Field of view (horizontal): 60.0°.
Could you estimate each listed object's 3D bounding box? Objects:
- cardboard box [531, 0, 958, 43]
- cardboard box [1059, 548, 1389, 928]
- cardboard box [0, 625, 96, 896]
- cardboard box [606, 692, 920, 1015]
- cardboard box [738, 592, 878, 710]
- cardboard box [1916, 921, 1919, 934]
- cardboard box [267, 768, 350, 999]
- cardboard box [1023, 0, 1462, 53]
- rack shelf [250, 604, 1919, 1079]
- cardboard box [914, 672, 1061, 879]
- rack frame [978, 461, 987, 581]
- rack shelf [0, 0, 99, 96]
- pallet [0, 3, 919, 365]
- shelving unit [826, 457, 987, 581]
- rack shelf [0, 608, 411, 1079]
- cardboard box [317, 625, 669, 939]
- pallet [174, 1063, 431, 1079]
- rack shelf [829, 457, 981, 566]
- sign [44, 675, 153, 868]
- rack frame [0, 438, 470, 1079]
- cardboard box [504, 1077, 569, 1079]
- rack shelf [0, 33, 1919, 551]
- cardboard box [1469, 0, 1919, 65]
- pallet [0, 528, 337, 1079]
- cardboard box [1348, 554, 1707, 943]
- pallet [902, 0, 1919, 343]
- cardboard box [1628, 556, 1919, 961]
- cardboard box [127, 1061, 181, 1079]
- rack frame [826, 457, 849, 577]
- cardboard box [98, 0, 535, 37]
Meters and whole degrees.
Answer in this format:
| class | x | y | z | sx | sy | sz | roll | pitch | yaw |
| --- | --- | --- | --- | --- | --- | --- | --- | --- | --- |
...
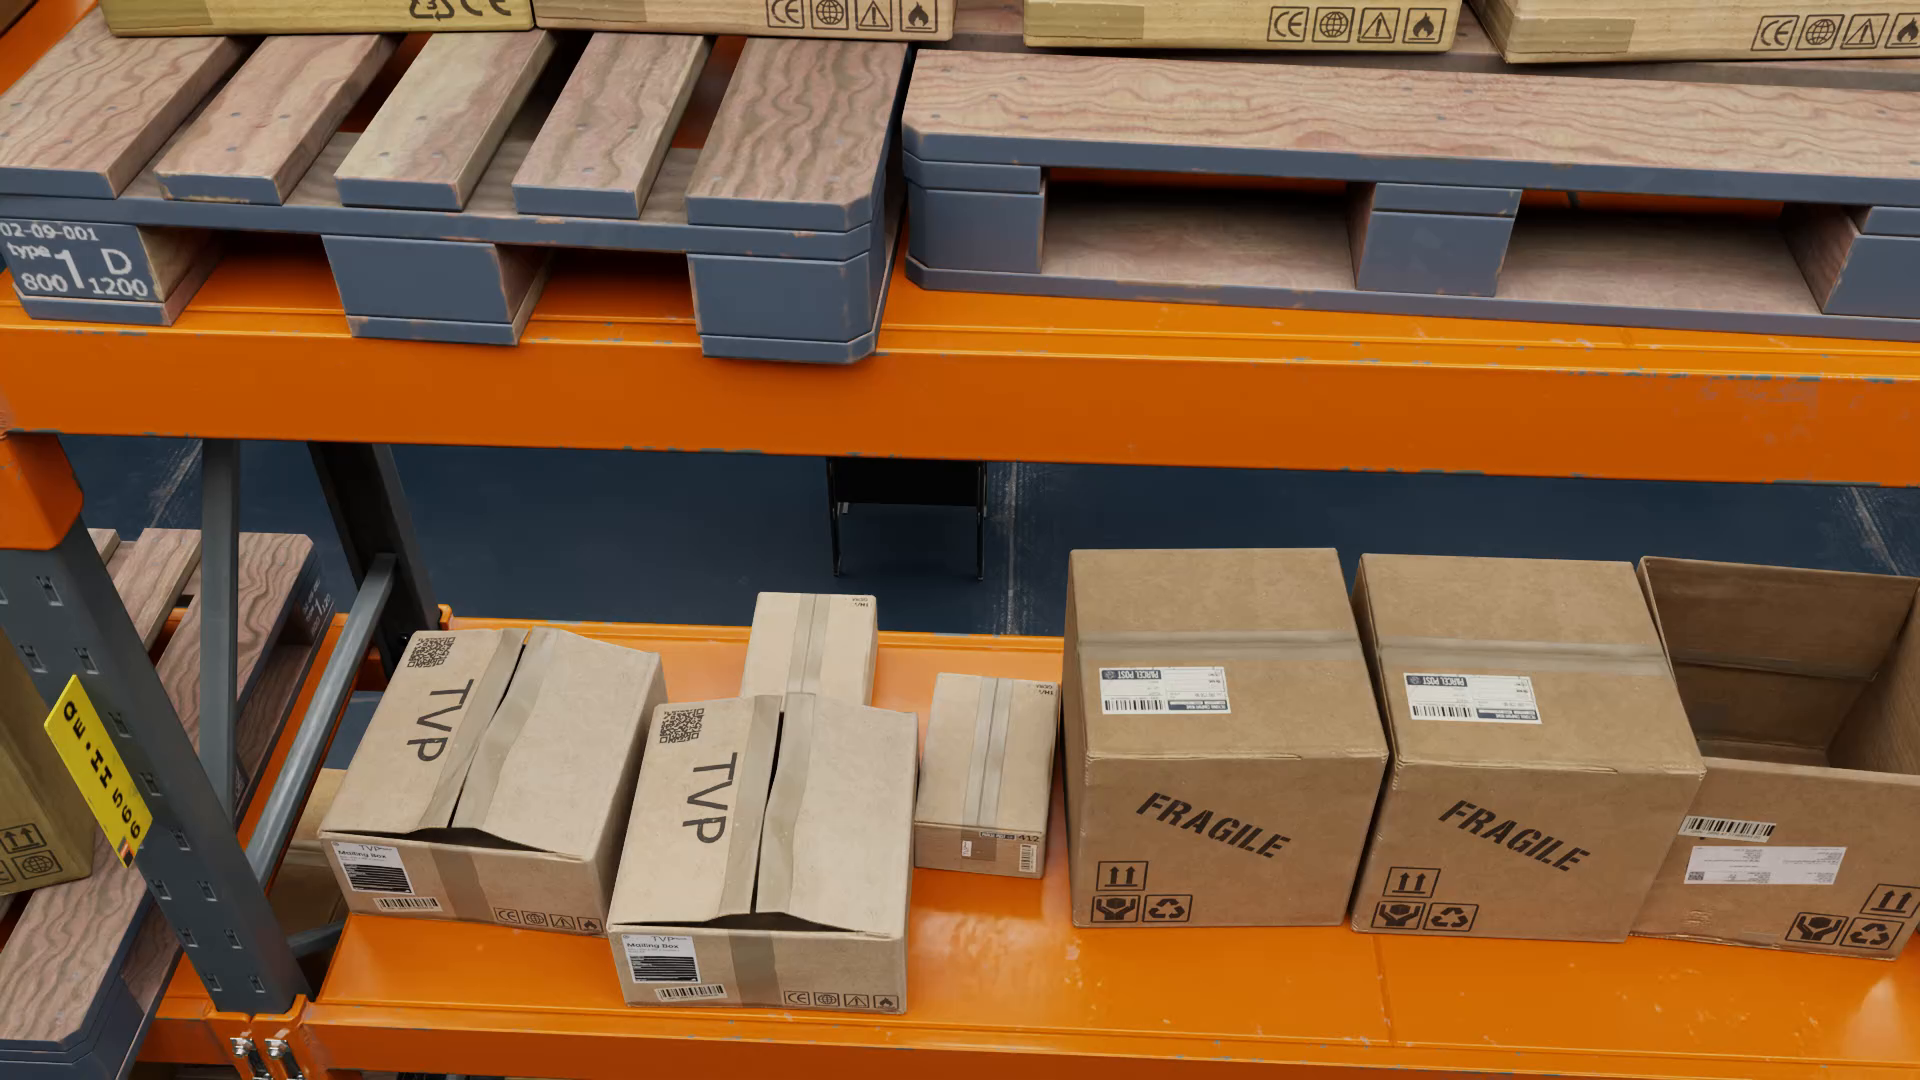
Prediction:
| class | x | y | z | sx | sy | sz | roll | pitch | yaw |
| --- | --- | --- | --- | --- | --- | --- | --- | --- | --- |
| cardboard box | -0.241 | -0.856 | 2.069 | 0.500 | 0.250 | 0.500 | 3 | 43 | 3 |
| cardboard box | 0.456 | 0.365 | 3.084 | 0.500 | 0.500 | 0.500 | 0 | 43 | 0 |
| cardboard box | -1.855 | 0.228 | 2.923 | 0.500 | 0.500 | 0.700 | -12 | 44 | -12 |
| cardboard box | -0.336 | 0.553 | 3.021 | 0.500 | 0.311 | 0.500 | 1 | 43 | 1 |
| cardboard box | -0.310 | 0.293 | 3.420 | 0.250 | 0.149 | 0.380 | 2 | 43 | 2 |
| cardboard box | 1.888 | 0.631 | 2.970 | 0.258 | 0.266 | 0.396 | 1 | 43 | 1 |
| cardboard box | -1.663 | 0.906 | 4.088 | 0.500 | 0.500 | 0.500 | 3 | 43 | 4 |
| cardboard box | 0.330 | -0.831 | 2.042 | 0.500 | 0.250 | 0.500 | 1 | 43 | 1 |
| rack shelf | 0.777 | 0.686 | 3.341 | 4.000 | 0.370 | 1.077 | 2 | 43 | 2 |
| cardboard box | 0.055 | 0.454 | 3.246 | 0.250 | 0.149 | 0.380 | 5 | 43 | 5 |
| rack frame | 0.078 | -0.766 | 5.032 | 0.015 | 2.100 | 0.400 | 2 | 43 | 2 |
| rack shelf | -3.219 | -0.535 | 2.450 | 4.000 | 0.370 | 1.077 | 2 | 43 | 2 |
| pallet | -0.539 | -0.707 | 2.247 | 1.003 | 0.211 | 1.213 | 4 | 43 | 4 |
| shelving unit | -0.165 | -0.773 | 5.040 | 0.503 | 2.100 | 0.431 | 2 | 43 | 2 |
| rack shelf | -3.219 | 0.563 | 3.473 | 4.000 | 0.370 | 1.077 | 2 | 43 | 2 |
| cardboard box | -0.860 | 0.435 | 3.148 | 0.500 | 0.311 | 0.500 | 4 | 43 | 5 |
| pallet | -1.965 | 1.333 | 4.164 | 1.213 | 0.211 | 1.003 | 2 | 43 | 2 |
| rack shelf | -0.165 | -0.251 | 5.526 | 0.480 | 0.518 | 0.431 | 2 | 43 | 2 |
| sign | -1.236 | 0.336 | 2.397 | 0.005 | 0.325 | 0.100 | 2 | 43 | 2 |
| rack frame | -1.221 | 0.361 | 3.162 | 0.127 | 3.000 | 1.000 | 2 | 43 | 2 |
| cardboard box | -0.711 | 1.224 | 3.533 | 0.500 | 0.311 | 0.500 | 3 | 43 | 3 |
| rack shelf | 0.777 | -0.412 | 2.319 | 4.000 | 0.370 | 1.077 | 2 | 43 | 2 |
| cardboard box | 0.868 | -0.813 | 2.023 | 0.500 | 0.250 | 0.500 | -2 | 43 | -2 |
| pallet | -1.901 | 0.458 | 3.198 | 1.003 | 0.211 | 1.213 | 2 | 43 | 2 |
| cardboard box | 0.982 | 0.381 | 3.067 | 0.500 | 0.500 | 0.500 | 2 | 43 | 2 |
| pallet | 0.578 | -0.675 | 2.212 | 1.213 | 0.211 | 1.003 | 4 | 43 | 4 |
| cardboard box | 1.482 | 0.397 | 3.050 | 0.500 | 0.500 | 0.500 | 5 | 43 | 5 |
| cardboard box | -2.166 | 1.246 | 3.723 | 0.500 | 0.500 | 0.500 | 3 | 43 | 4 |
| rack frame | -0.409 | -0.781 | 5.048 | 0.015 | 2.100 | 0.400 | 2 | 43 | 2 |
| cardboard box | -0.765 | -0.860 | 2.073 | 0.500 | 0.250 | 0.500 | -1 | 43 | -1 |
